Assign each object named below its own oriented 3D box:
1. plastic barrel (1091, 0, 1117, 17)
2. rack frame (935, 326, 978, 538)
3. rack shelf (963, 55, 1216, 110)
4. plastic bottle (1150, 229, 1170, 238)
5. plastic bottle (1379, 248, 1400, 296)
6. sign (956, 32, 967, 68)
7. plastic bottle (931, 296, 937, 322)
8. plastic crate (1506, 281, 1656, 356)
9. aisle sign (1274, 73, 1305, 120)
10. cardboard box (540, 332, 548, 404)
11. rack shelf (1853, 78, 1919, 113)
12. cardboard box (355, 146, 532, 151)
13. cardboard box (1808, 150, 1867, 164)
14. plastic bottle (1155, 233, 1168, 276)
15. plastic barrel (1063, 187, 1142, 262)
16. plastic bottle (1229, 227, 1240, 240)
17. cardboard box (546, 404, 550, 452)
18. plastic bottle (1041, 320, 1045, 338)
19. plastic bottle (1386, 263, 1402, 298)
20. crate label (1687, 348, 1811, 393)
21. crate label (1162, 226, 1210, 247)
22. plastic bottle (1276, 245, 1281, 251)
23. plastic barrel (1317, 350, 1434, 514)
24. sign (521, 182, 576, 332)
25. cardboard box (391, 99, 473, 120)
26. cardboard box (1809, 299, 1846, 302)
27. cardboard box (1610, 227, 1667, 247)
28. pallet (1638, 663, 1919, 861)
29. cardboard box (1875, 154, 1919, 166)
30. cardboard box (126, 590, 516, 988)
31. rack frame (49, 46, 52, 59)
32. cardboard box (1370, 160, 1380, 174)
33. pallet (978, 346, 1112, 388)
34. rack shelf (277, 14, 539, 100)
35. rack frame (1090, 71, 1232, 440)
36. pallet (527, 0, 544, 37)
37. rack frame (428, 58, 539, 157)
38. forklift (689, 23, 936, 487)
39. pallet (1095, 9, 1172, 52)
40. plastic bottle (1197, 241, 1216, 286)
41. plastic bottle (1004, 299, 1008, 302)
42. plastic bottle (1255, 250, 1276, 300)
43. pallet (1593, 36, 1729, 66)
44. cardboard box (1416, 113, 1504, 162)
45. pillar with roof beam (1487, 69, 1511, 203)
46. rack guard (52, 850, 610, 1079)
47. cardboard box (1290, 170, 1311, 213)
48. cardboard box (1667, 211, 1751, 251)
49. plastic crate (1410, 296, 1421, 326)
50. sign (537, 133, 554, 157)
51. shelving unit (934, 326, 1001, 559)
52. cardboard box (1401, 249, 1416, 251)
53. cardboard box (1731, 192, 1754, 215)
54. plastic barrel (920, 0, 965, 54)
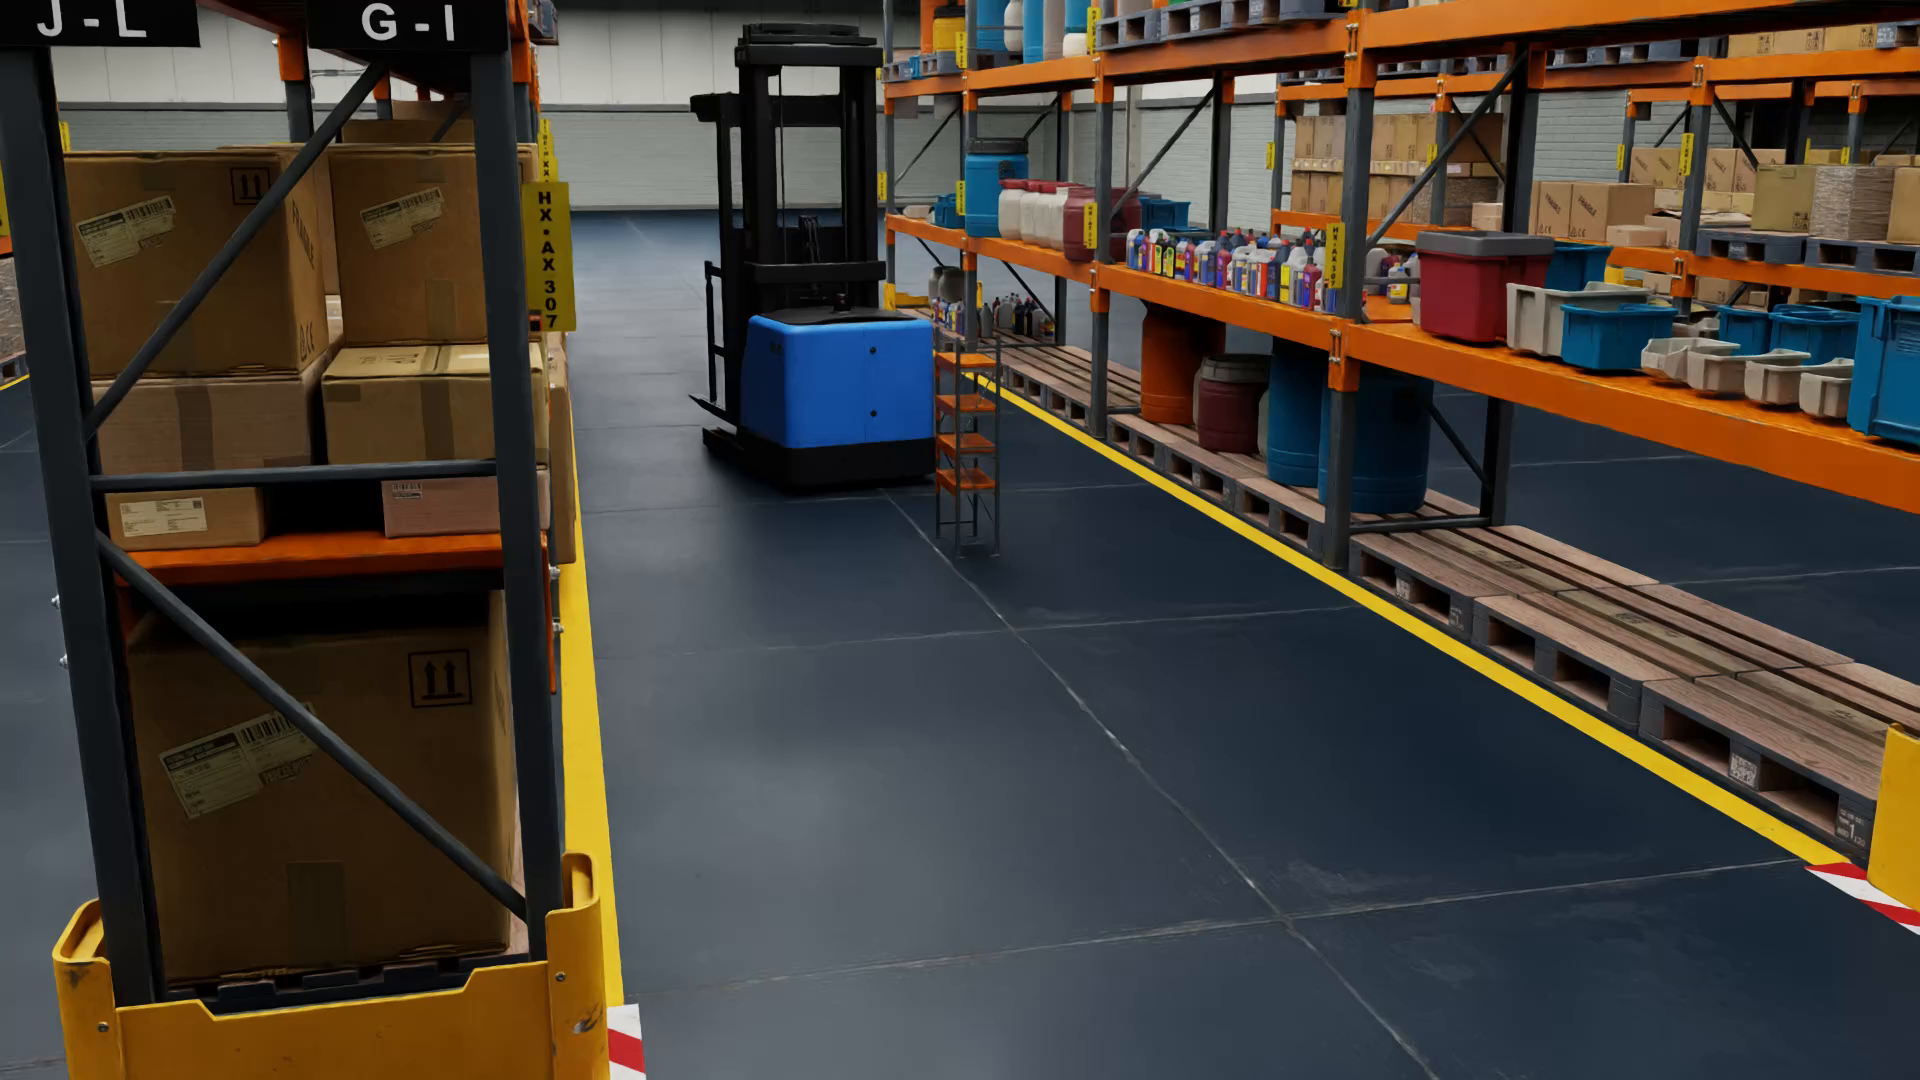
[{"bbox_3d":[1.354,-4.274,13.376,0.600,0.830,0.708,-3,14,-13],"label":"plastic barrel"},{"bbox_3d":[-0.018,-0.601,9.359,0.240,1.200,0.015,-3,14,-13],"label":"rack frame"},{"bbox_3d":[1.019,-3.825,13.958,1.077,0.370,4.000,-3,14,-13],"label":"rack shelf"},{"bbox_3d":[1.424,-2.086,11.908,0.152,0.276,0.135,-3,14,-13],"label":"plastic bottle"},{"bbox_3d":[2.549,-1.590,9.860,0.061,0.283,0.133,-3,14,-13],"label":"plastic bottle"},{"bbox_3d":[0.012,-4.612,15.645,0.100,0.325,0.005,-3,14,-13],"label":"sign"},{"bbox_3d":[-0.267,-2.554,18.383,0.097,0.271,0.097,0,14,0],"label":"plastic bottle"},{"bbox_3d":[2.608,-0.942,7.087,0.437,0.282,0.530,-3,14,-13],"label":"plastic crate"},{"bbox_3d":[4.113,-5.638,20.705,0.394,0.787,0.004,-3,14,-13],"label":"aisle sign"},{"bbox_3d":[-1.540,-0.567,5.118,0.500,0.250,0.500,-4,14,-15],"label":"cardboard box"},{"bbox_3d":[10.649,-4.377,16.219,1.077,0.370,4.000,-3,14,-13],"label":"rack shelf"},{"bbox_3d":[-1.542,-0.931,5.025,0.500,0.500,0.500,-4,14,-15],"label":"cardboard box"},{"bbox_3d":[9.768,-4.124,18.680,0.500,0.500,0.500,-3,14,-13],"label":"cardboard box"},{"bbox_3d":[1.372,-1.941,11.298,0.061,0.283,0.133,-3,14,-13],"label":"plastic bottle"},{"bbox_3d":[1.086,-2.412,12.693,0.600,0.536,0.708,-3,14,-13],"label":"plastic barrel"},{"bbox_3d":[1.999,-2.130,12.070,0.061,0.283,0.133,-3,14,-13],"label":"plastic bottle"},{"bbox_3d":[-1.452,-0.350,5.067,0.380,0.149,0.250,-4,14,-14],"label":"cardboard box"},{"bbox_3d":[0.877,-2.154,16.894,0.097,0.201,0.097,0,14,0],"label":"plastic bottle"},{"bbox_3d":[2.558,-1.522,9.756,0.097,0.201,0.097,0,14,0],"label":"plastic bottle"},{"bbox_3d":[2.857,-0.620,6.074,0.396,0.136,0.243,-3,14,-13],"label":"crate label"},{"bbox_3d":[1.755,-2.293,12.844,0.303,0.233,0.416,-3,14,-13],"label":"crate label"},{"bbox_3d":[2.177,-1.897,11.289,0.097,0.201,0.097,0,14,0],"label":"plastic bottle"},{"bbox_3d":[2.317,-0.644,9.280,0.600,0.901,0.708,-3,14,-13],"label":"plastic barrel"},{"bbox_3d":[-0.906,-0.623,3.665,0.100,0.325,0.005,-3,14,-13],"label":"sign"},{"bbox_3d":[-4.214,-3.207,14.084,1.000,1.000,1.000,-3,14,-13],"label":"cardboard box"},{"bbox_3d":[10.025,-2.690,19.160,0.380,0.166,0.250,-5,15,-21],"label":"cardboard box"},{"bbox_3d":[5.825,-2.601,14.283,0.380,0.149,0.250,-3,14,-13],"label":"cardboard box"},{"bbox_3d":[3.212,0.752,5.905,1.003,0.211,1.213,-3,14,-13],"label":"pallet"},{"bbox_3d":[10.266,-3.874,17.825,0.700,0.500,0.500,-3,14,-13],"label":"cardboard box"},{"bbox_3d":[-1.675,0.551,4.445,0.875,0.875,0.875,-3,14,-13],"label":"cardboard box"},{"bbox_3d":[-10.049,-6.487,17.016,1.000,3.000,0.127,-3,14,-13],"label":"rack frame"},{"bbox_3d":[4.797,-4.161,18.562,0.380,0.149,0.250,-3,14,-12],"label":"cardboard box"},{"bbox_3d":[0.772,-1.645,15.716,1.003,0.211,1.213,-3,14,-13],"label":"pallet"},{"bbox_3d":[-2.856,-2.626,9.051,1.077,0.370,4.000,-3,14,-13],"label":"rack shelf"},{"bbox_3d":[1.489,-2.256,12.341,1.000,3.000,0.127,-3,14,-13],"label":"rack frame"},{"bbox_3d":[-2.857,-2.942,9.226,1.003,0.211,1.213,-3,14,-11],"label":"pallet"},{"bbox_3d":[-4.265,-2.903,14.988,1.000,3.000,0.127,-3,14,-13],"label":"rack frame"},{"bbox_3d":[-1.223,-2.069,11.720,1.130,2.935,3.031,-6,15,-23],"label":"forklift"},{"bbox_3d":[1.574,-3.439,11.262,1.003,0.211,1.213,-3,14,-13],"label":"pallet"},{"bbox_3d":[1.602,-1.758,10.563,0.152,0.276,0.135,-3,14,-13],"label":"plastic bottle"},{"bbox_3d":[0.533,-2.501,18.156,0.152,0.276,0.135,-4,14,-15],"label":"plastic bottle"},{"bbox_3d":[1.818,-1.546,9.698,0.152,0.276,0.135,-3,14,-13],"label":"plastic bottle"},{"bbox_3d":[6.059,-4.048,13.754,1.213,0.211,1.003,-3,14,-11],"label":"pallet"},{"bbox_3d":[5.255,-4.235,17.496,0.700,0.500,0.500,-3,14,-13],"label":"cardboard box"},{"bbox_3d":[4.652,-8.599,25.663,9.100,9.000,0.400,-3,14,-13],"label":"pillar with roof beam"},{"bbox_3d":[-1.441,1.086,3.930,1.175,0.500,0.348,-3,14,-13],"label":"rack guard"},{"bbox_3d":[4.523,-4.317,20.566,0.700,0.500,0.500,-3,14,-13],"label":"cardboard box"},{"bbox_3d":[6.262,-2.574,13.831,0.500,0.311,0.500,-2,14,-10],"label":"cardboard box"},{"bbox_3d":[2.399,-1.119,8.116,0.396,0.136,0.243,-3,14,-13],"label":"plastic crate"},{"bbox_3d":[-2.787,-2.574,11.203,0.100,0.325,0.005,-3,14,-13],"label":"sign"},{"bbox_3d":[0.039,-0.545,9.128,0.258,1.200,0.503,-3,14,-13],"label":"shelving unit"},{"bbox_3d":[5.326,-3.042,18.885,0.500,0.500,0.500,-3,14,-13],"label":"cardboard box"},{"bbox_3d":[9.532,-3.991,19.715,0.500,0.250,0.500,-3,14,-13],"label":"cardboard box"},{"bbox_3d":[-0.152,-5.866,19.008,0.600,0.830,0.708,-3,14,-13],"label":"plastic barrel"}]
